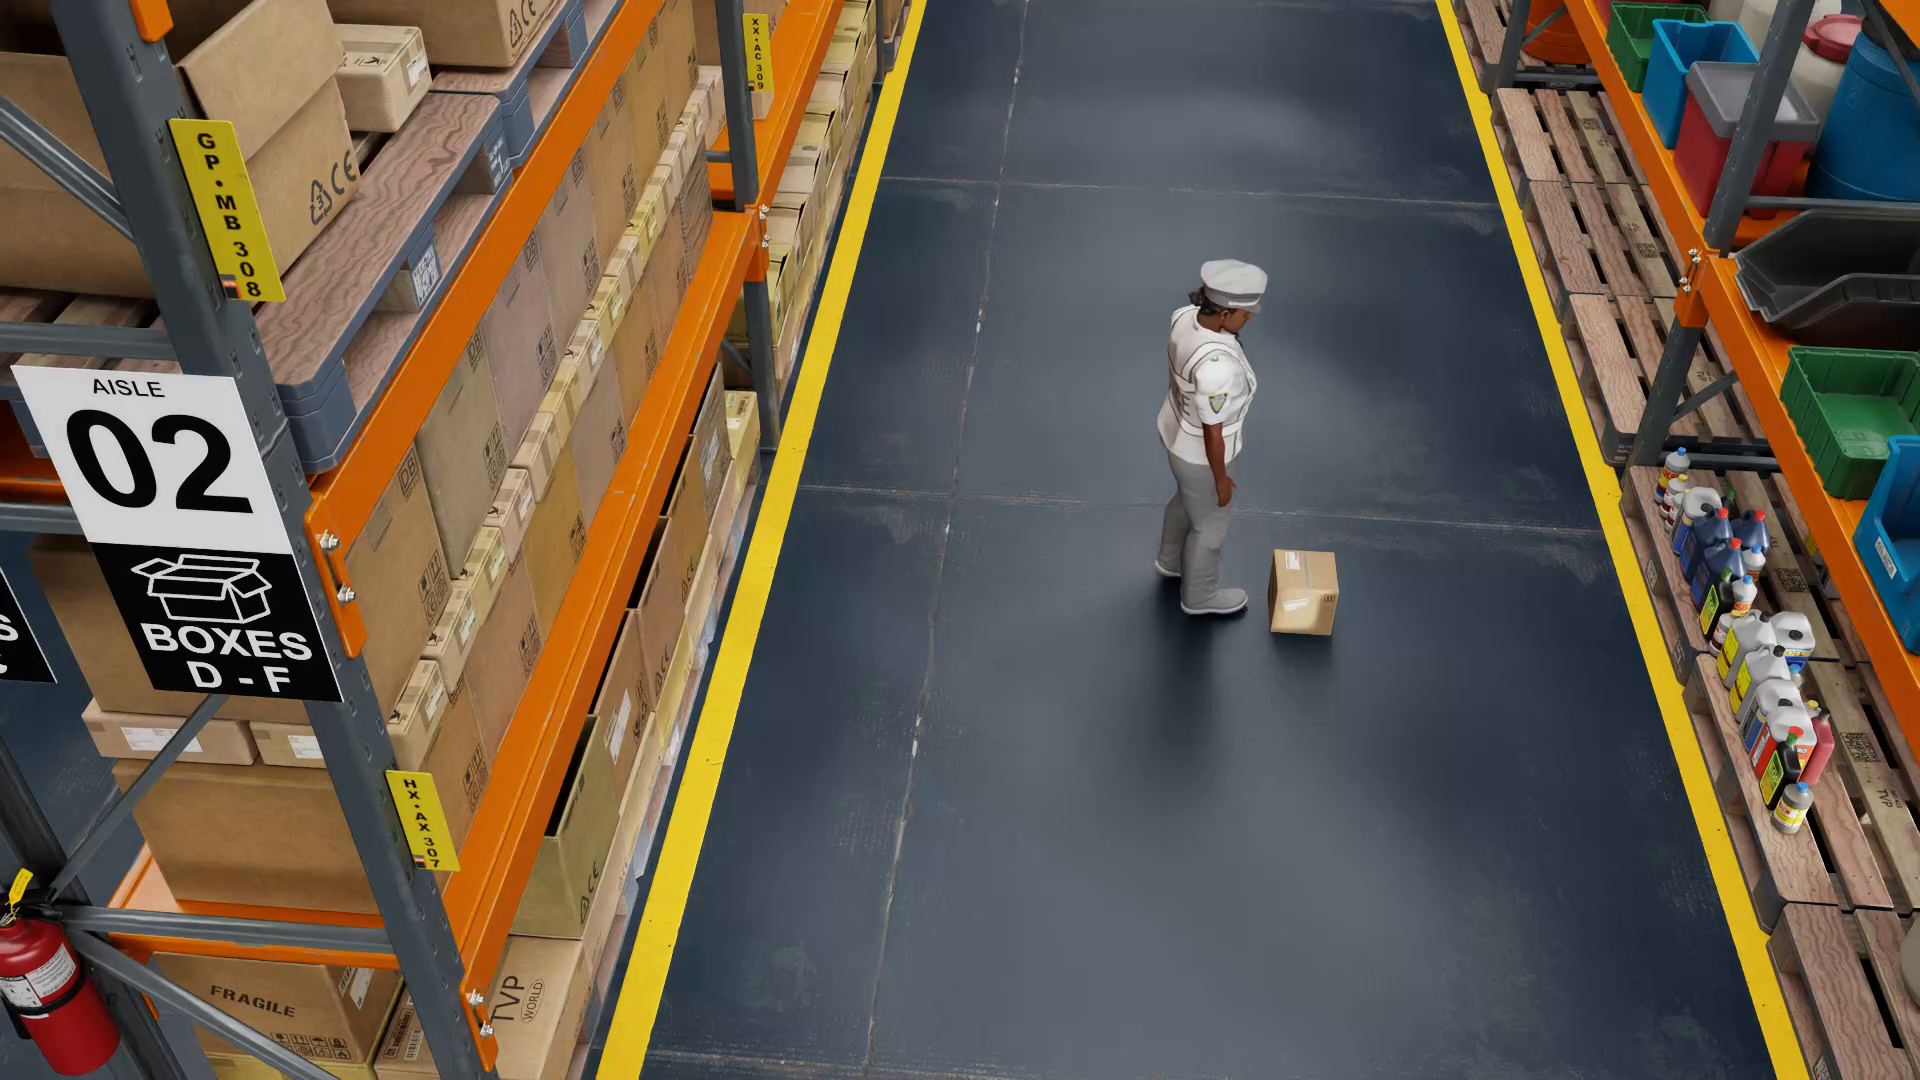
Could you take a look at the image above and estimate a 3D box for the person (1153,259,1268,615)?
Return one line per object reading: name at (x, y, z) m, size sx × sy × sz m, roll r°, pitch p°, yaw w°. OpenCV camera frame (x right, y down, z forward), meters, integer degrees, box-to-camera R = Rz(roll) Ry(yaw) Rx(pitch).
person at (0.998, -0.356, 6.601) m, size 0.441 × 1.730 × 0.527 m, roll -5°, pitch 41°, yaw -6°
